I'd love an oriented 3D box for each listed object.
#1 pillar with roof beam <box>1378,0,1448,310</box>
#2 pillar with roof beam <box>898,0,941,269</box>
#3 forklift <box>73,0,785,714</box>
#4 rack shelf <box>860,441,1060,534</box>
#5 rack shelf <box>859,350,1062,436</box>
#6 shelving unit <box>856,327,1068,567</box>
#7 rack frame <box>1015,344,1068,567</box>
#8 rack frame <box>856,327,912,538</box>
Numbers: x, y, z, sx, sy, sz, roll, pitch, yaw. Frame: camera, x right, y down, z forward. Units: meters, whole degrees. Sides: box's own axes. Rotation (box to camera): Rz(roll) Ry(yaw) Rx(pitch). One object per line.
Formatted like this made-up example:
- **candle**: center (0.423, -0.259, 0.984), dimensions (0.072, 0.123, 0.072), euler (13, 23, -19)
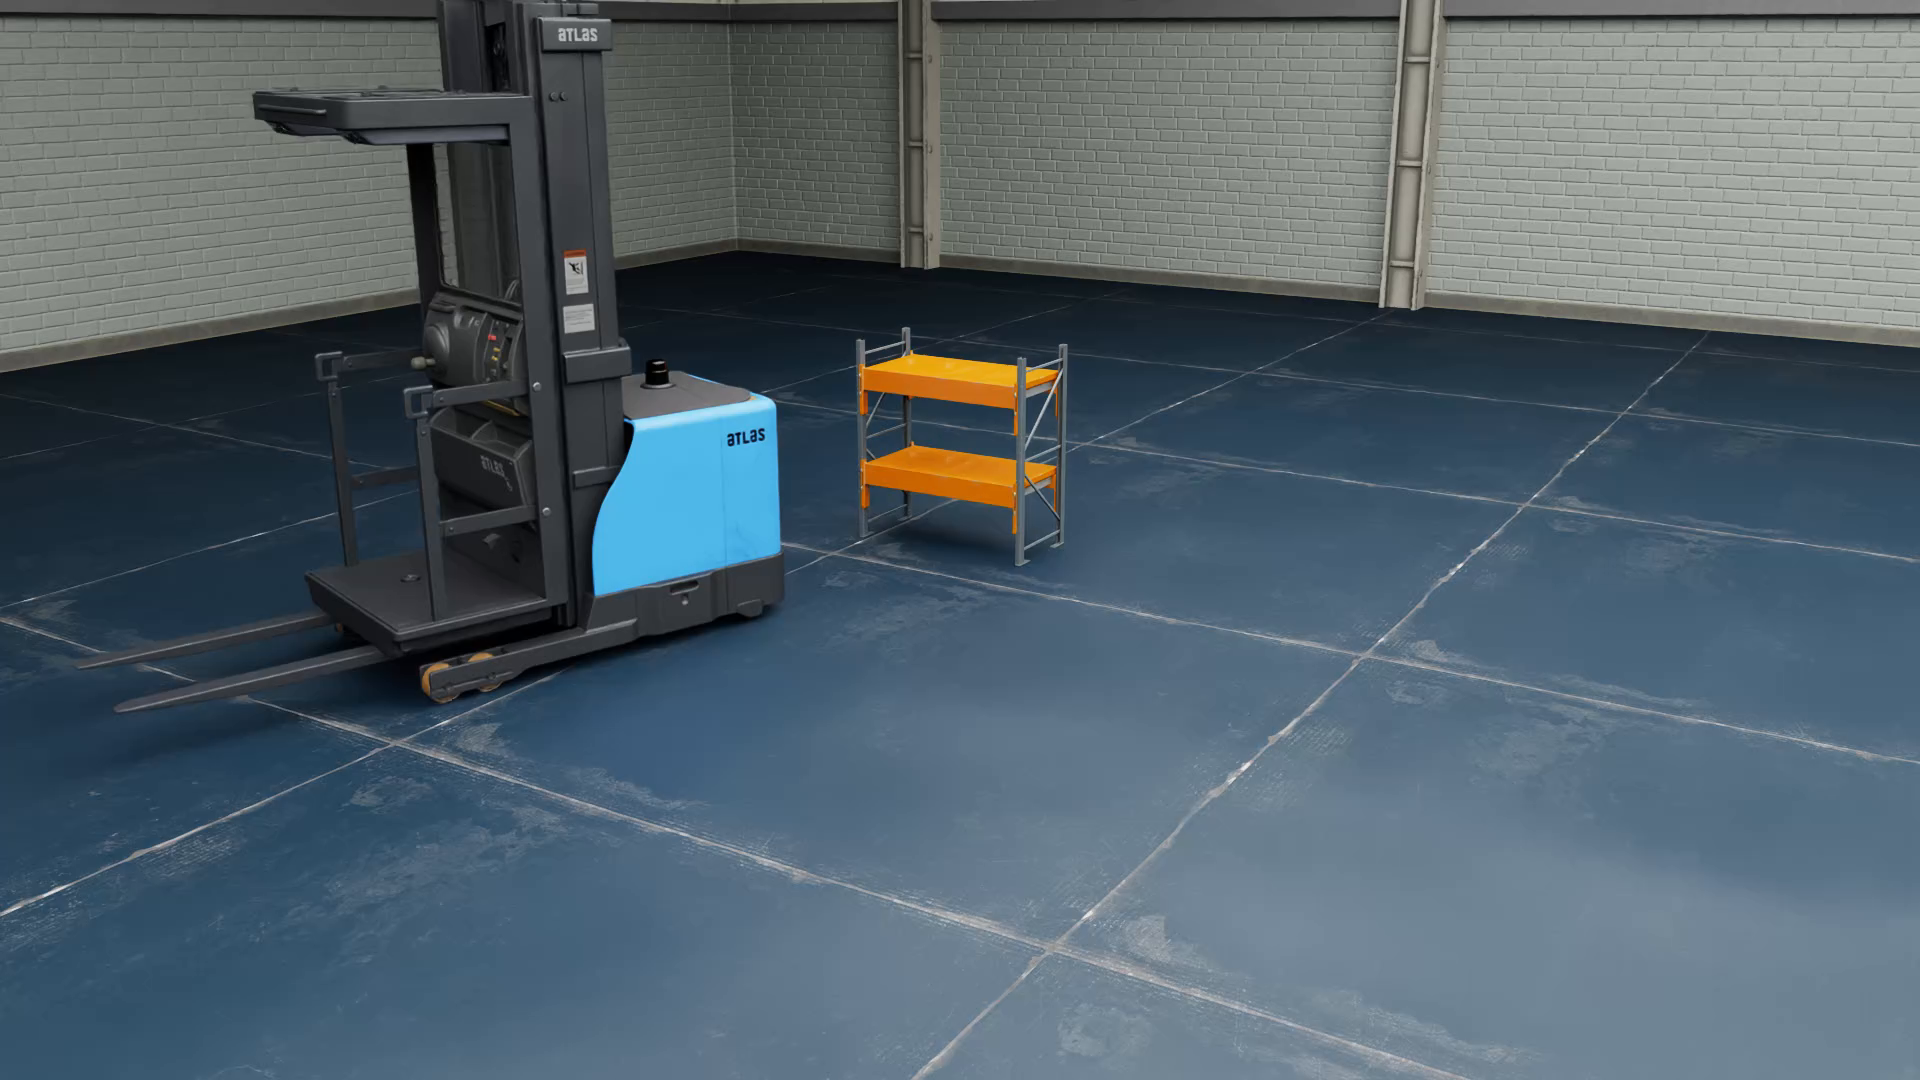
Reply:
- **pillar with roof beam**: center (2.375, -5.685, 12.615), dimensions (0.400, 9.000, 9.100), euler (10, 20, 30)
- **pillar with roof beam**: center (-2.738, -6.598, 15.620), dimensions (0.400, 9.000, 9.100), euler (10, 20, 30)
- **forklift**: center (-2.315, -0.880, 7.236), dimensions (3.031, 2.935, 1.130), euler (-14, 22, -38)
- **rack shelf**: center (0.006, -0.303, 9.285), dimensions (1.000, 0.278, 0.538), euler (10, 20, 30)
- **rack shelf**: center (0.006, -0.817, 9.129), dimensions (1.000, 0.278, 0.538), euler (10, 20, 30)
- **shelving unit**: center (0.006, -0.537, 9.214), dimensions (1.048, 1.125, 0.538), euler (10, 20, 30)
- **rack frame**: center (0.439, -0.460, 8.960), dimensions (0.032, 1.125, 0.500), euler (10, 20, 30)
- **rack frame**: center (-0.427, -0.615, 9.469), dimensions (0.032, 1.125, 0.500), euler (10, 20, 30)
